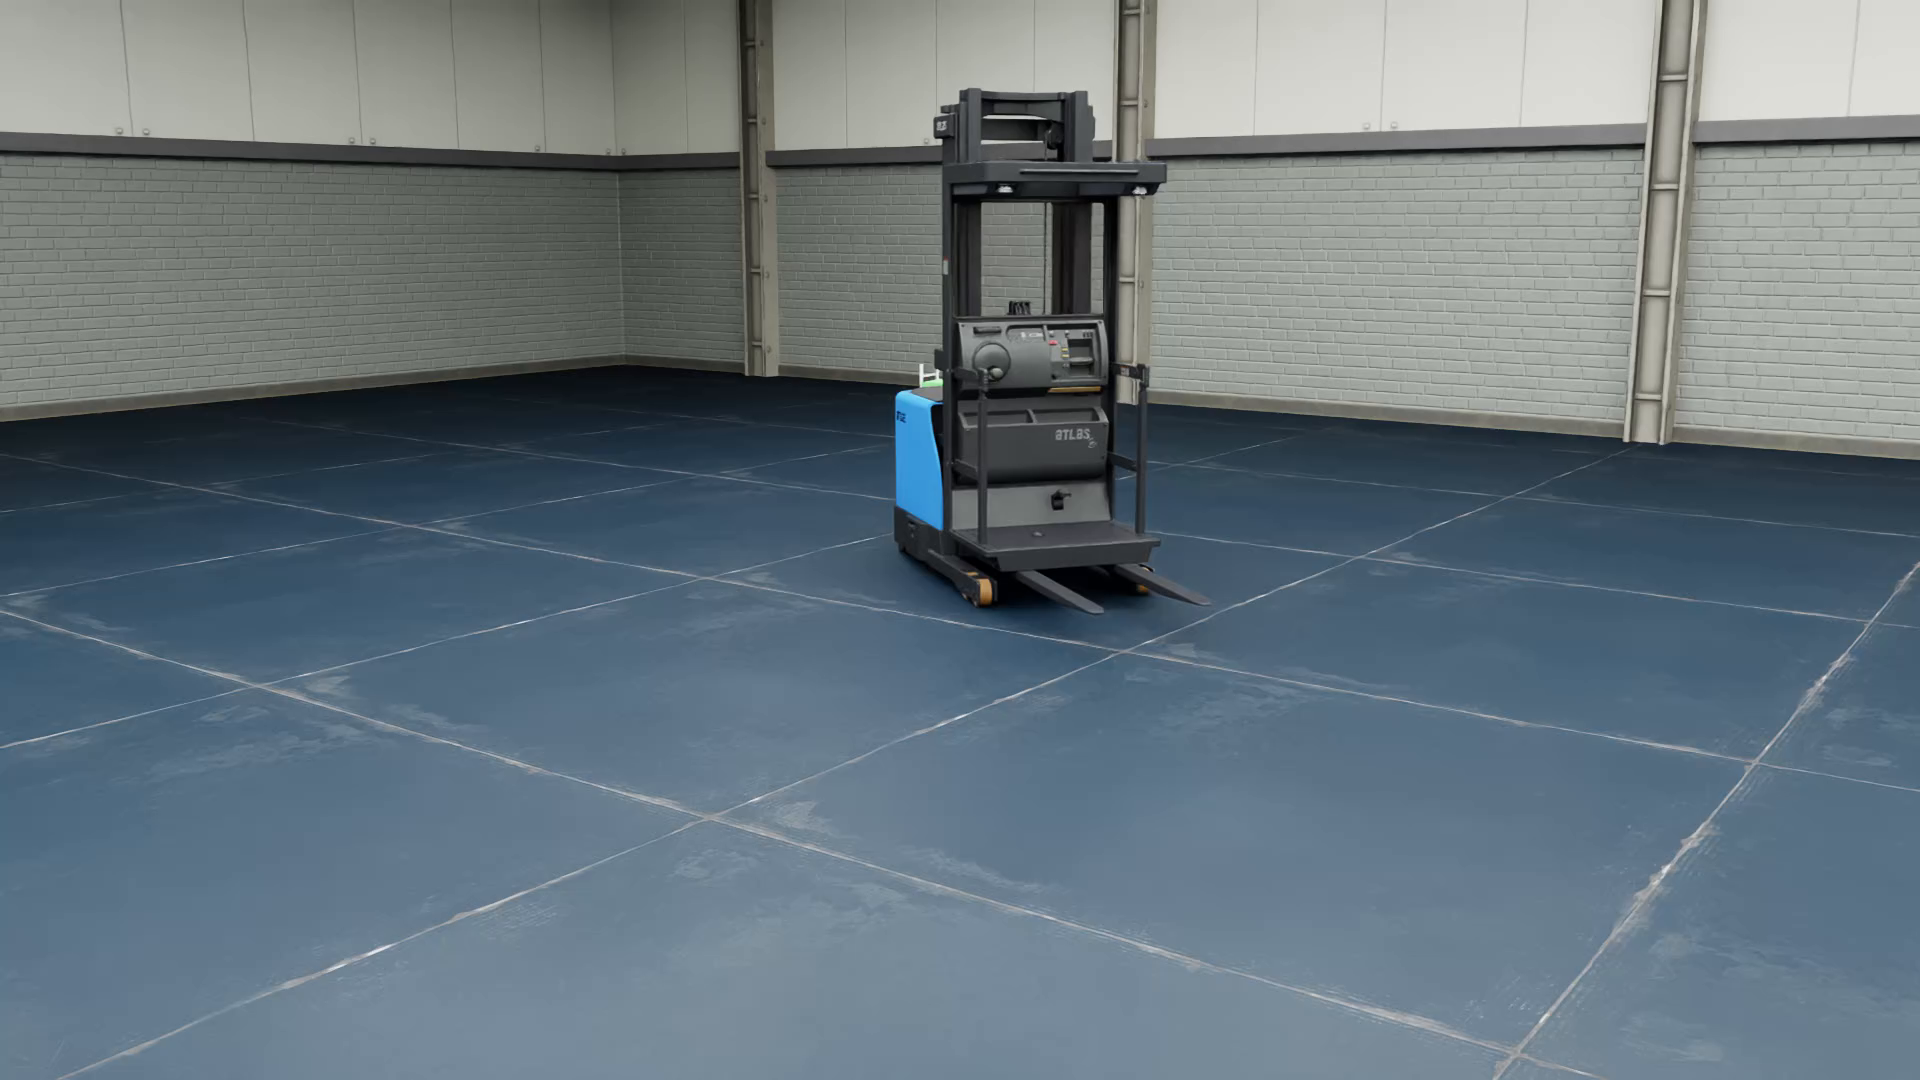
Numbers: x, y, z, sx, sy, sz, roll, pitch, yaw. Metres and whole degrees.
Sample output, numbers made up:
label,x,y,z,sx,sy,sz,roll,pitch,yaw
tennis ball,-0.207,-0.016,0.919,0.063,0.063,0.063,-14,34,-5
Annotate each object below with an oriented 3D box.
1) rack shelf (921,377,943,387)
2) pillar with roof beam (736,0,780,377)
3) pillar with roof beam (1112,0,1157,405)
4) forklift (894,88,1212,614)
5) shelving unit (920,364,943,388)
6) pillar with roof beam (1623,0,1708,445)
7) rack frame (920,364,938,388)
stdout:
label,x,y,z,sx,sy,sz,roll,pitch,yaw
rack shelf,0.001,-1.029,11.500,0.480,0.148,0.258,6,12,28
pillar with roof beam,-5.351,-6.092,19.328,0.400,9.000,9.100,8,13,36
pillar with roof beam,-0.515,-5.418,15.841,0.400,9.000,9.100,8,13,36
forklift,0.510,-1.142,9.714,1.130,2.935,3.031,-4,12,-18
shelving unit,0.001,-0.621,11.579,0.503,1.200,0.258,6,12,28
pillar with roof beam,4.321,-4.743,12.354,0.400,9.000,9.100,8,13,36
rack frame,-0.214,-0.643,11.692,0.015,1.200,0.240,6,12,28
